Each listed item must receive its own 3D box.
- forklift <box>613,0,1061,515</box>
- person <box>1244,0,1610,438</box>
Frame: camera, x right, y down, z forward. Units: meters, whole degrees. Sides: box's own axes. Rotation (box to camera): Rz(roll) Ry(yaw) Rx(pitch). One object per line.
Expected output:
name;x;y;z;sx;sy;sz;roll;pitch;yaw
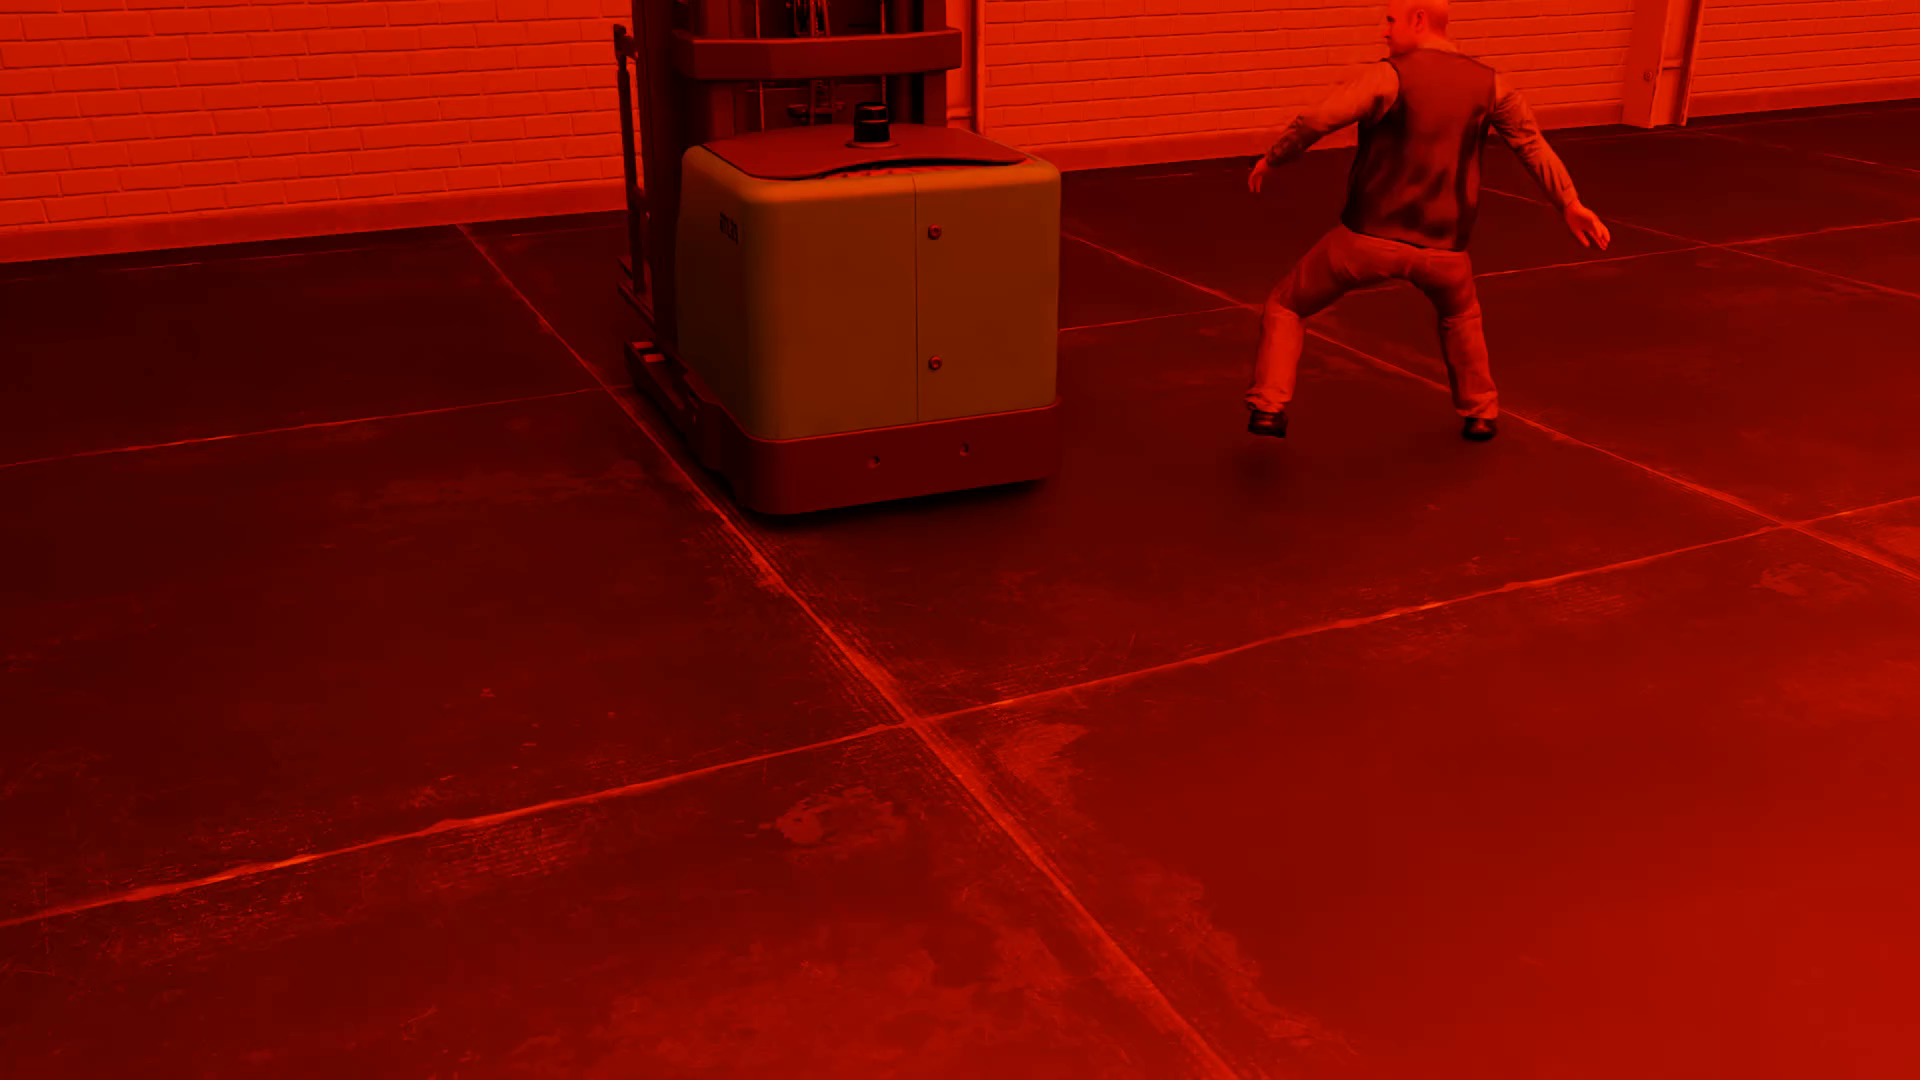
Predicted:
forklift;-0.692;-1.964;6.013;1.130;2.935;3.031;-9;24;-20
person;1.547;-1.020;5.634;1.158;1.643;0.532;-1;23;-2
